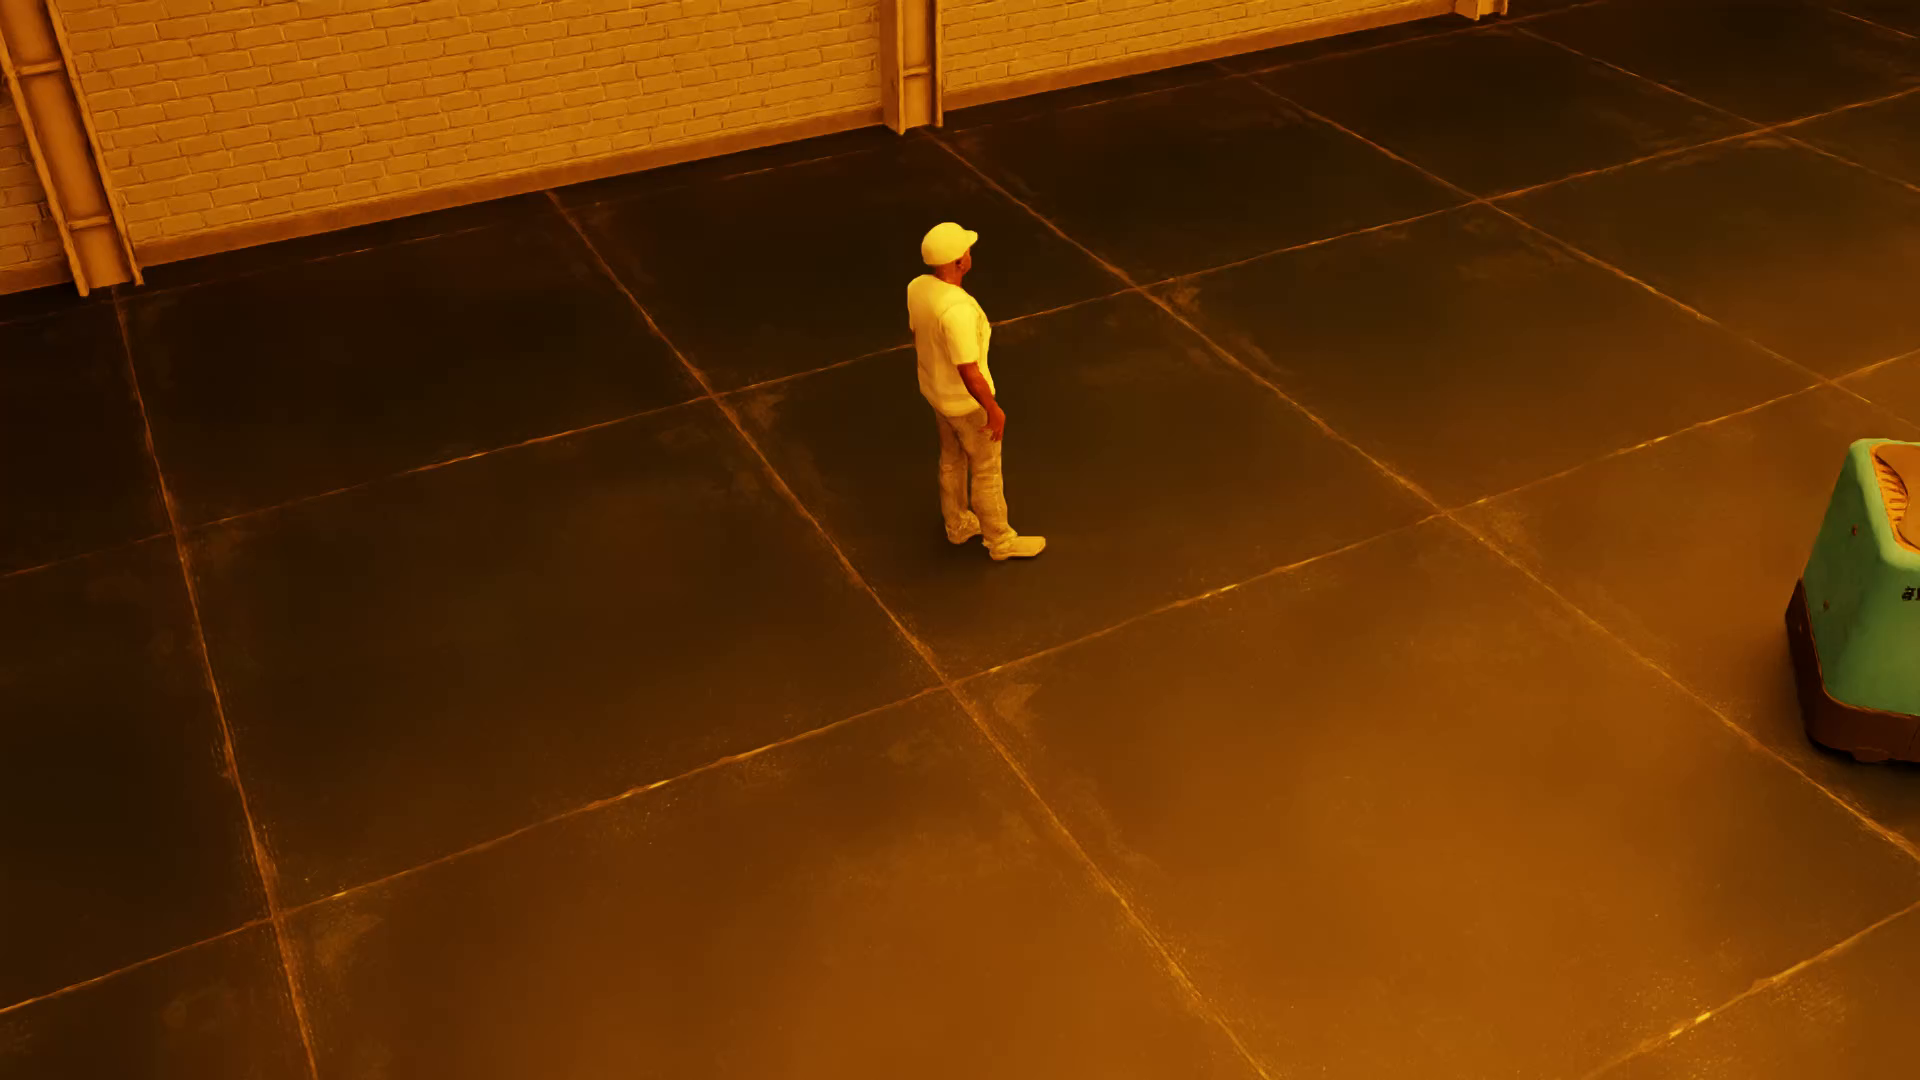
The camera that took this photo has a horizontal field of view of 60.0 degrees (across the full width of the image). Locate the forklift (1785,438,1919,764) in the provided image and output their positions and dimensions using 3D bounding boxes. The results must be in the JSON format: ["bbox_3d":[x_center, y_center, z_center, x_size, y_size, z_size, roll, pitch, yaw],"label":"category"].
[{"bbox_3d":[5.315,-0.292,6.536,3.031,2.935,1.130,10,36,13],"label":"forklift"}]

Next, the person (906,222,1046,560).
[{"bbox_3d":[0.064,-0.743,8.171,0.576,1.766,0.665,-17,39,-23],"label":"person"}]
